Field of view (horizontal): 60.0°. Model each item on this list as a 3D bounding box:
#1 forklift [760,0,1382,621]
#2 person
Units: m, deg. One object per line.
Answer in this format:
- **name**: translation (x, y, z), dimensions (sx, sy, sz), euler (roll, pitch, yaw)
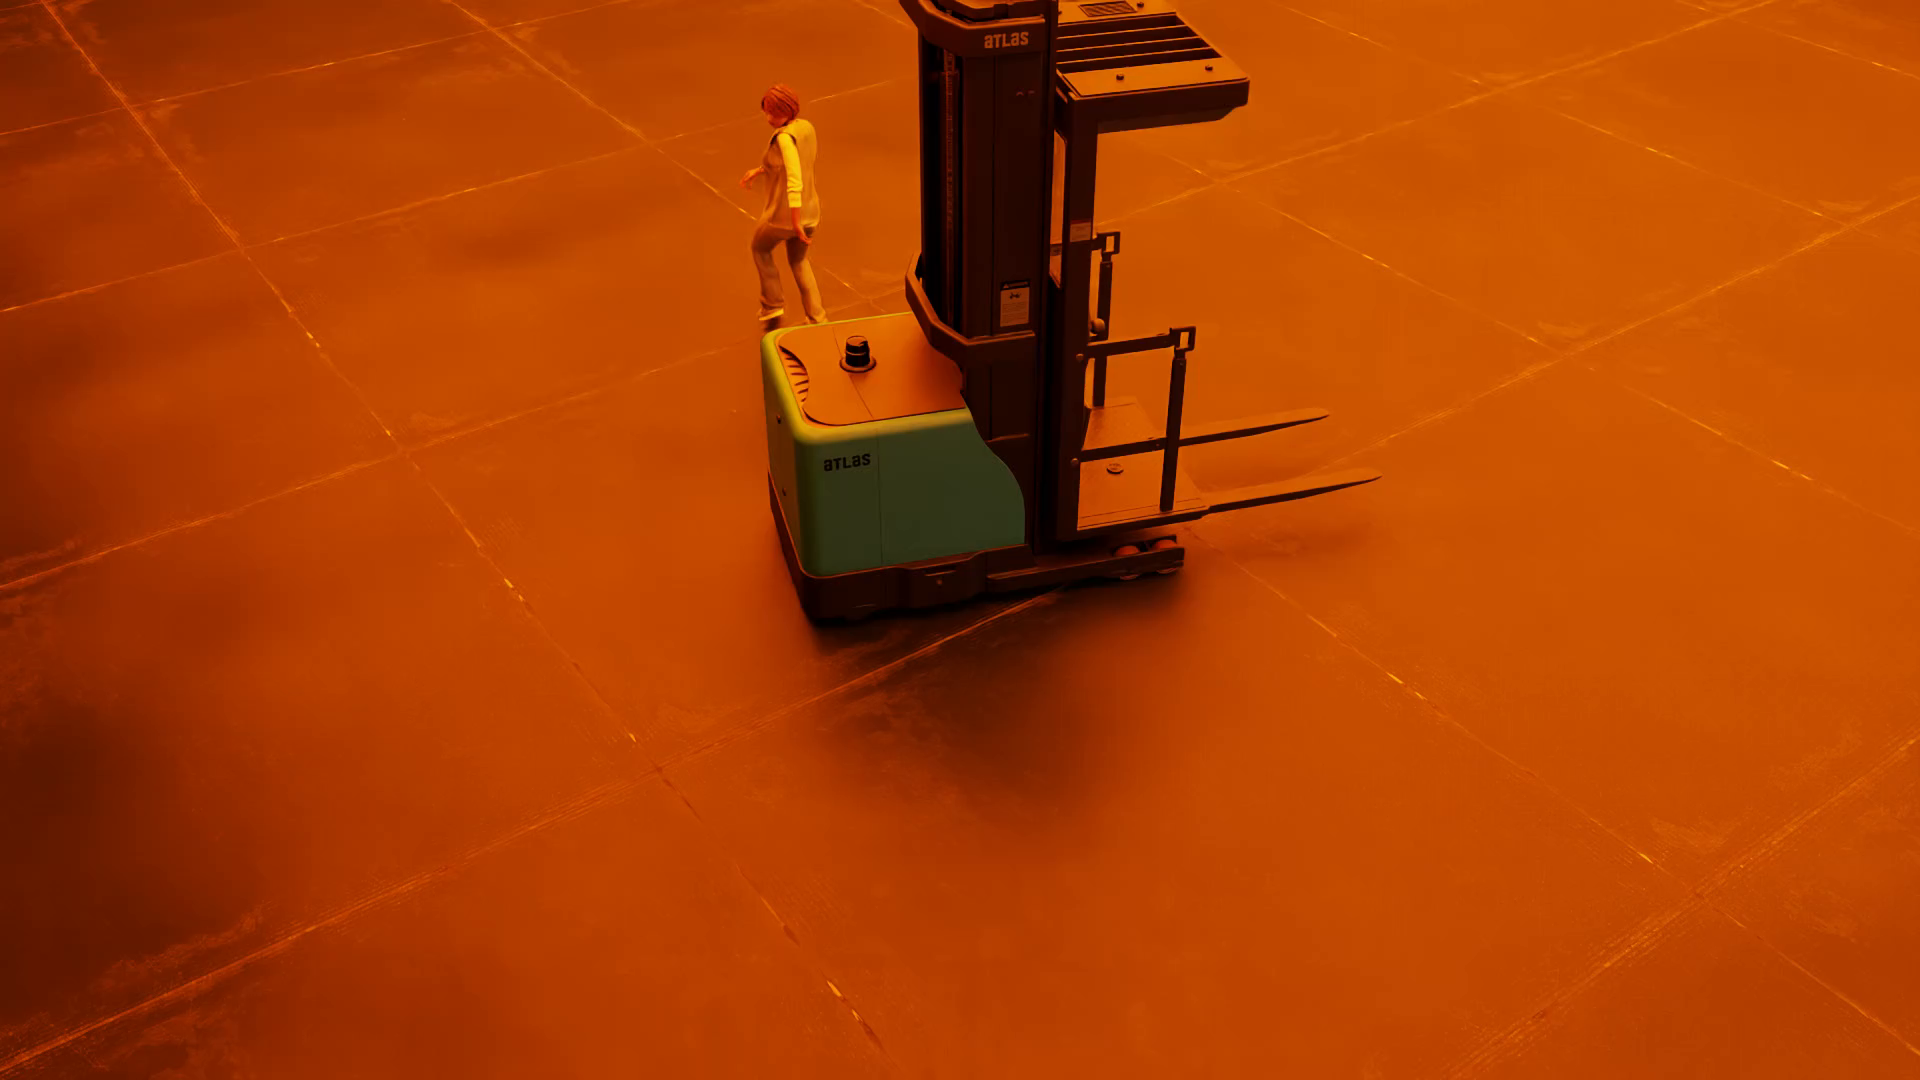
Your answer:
- **forklift**: translation (0.606, -1.278, 7.673), dimensions (3.031, 2.935, 1.130), euler (-9, 37, -12)
- **person**: translation (-0.982, -1.883, 9.709), dimensions (0.726, 1.583, 0.476), euler (29, 45, 33)
